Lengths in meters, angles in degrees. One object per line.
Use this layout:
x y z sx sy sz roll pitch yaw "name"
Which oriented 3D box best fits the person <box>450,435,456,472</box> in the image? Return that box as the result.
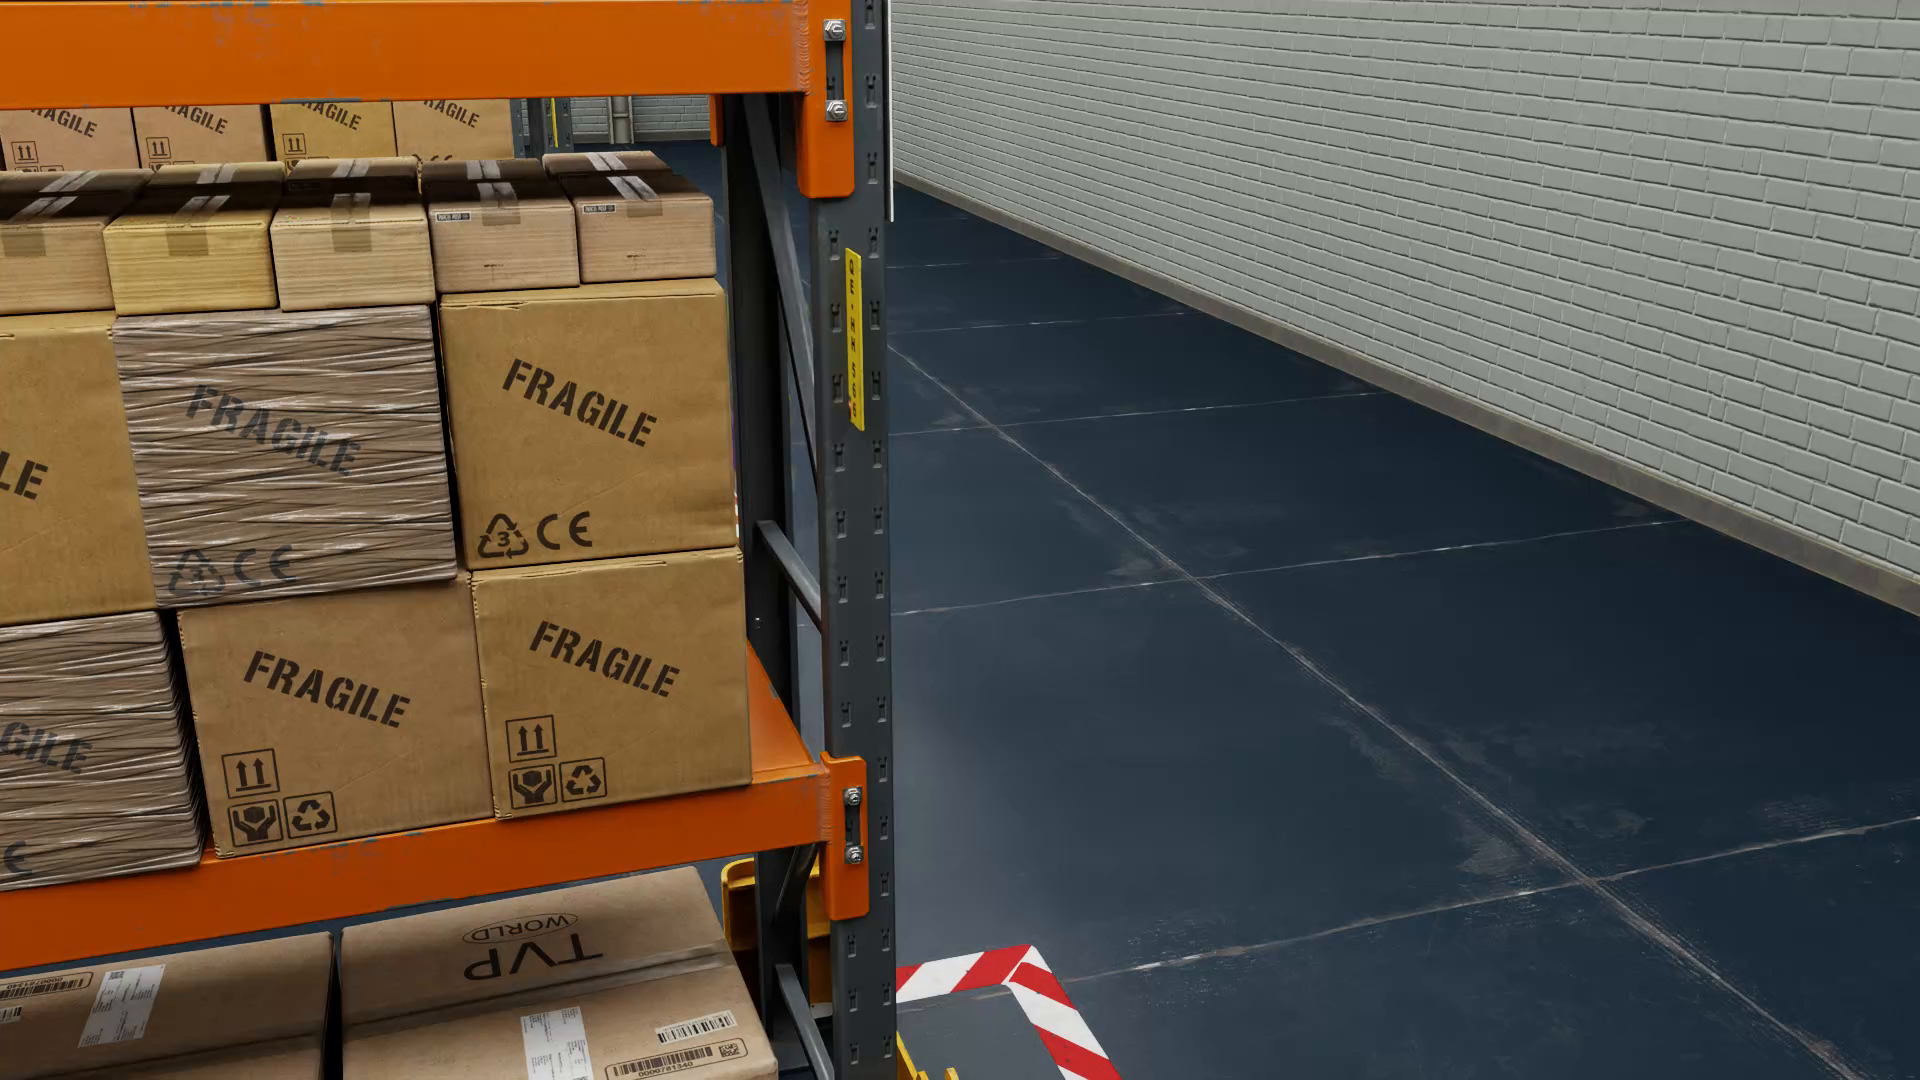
-1.797 0.142 5.732 0.829 1.717 0.708 -10 22 -28 "person"
